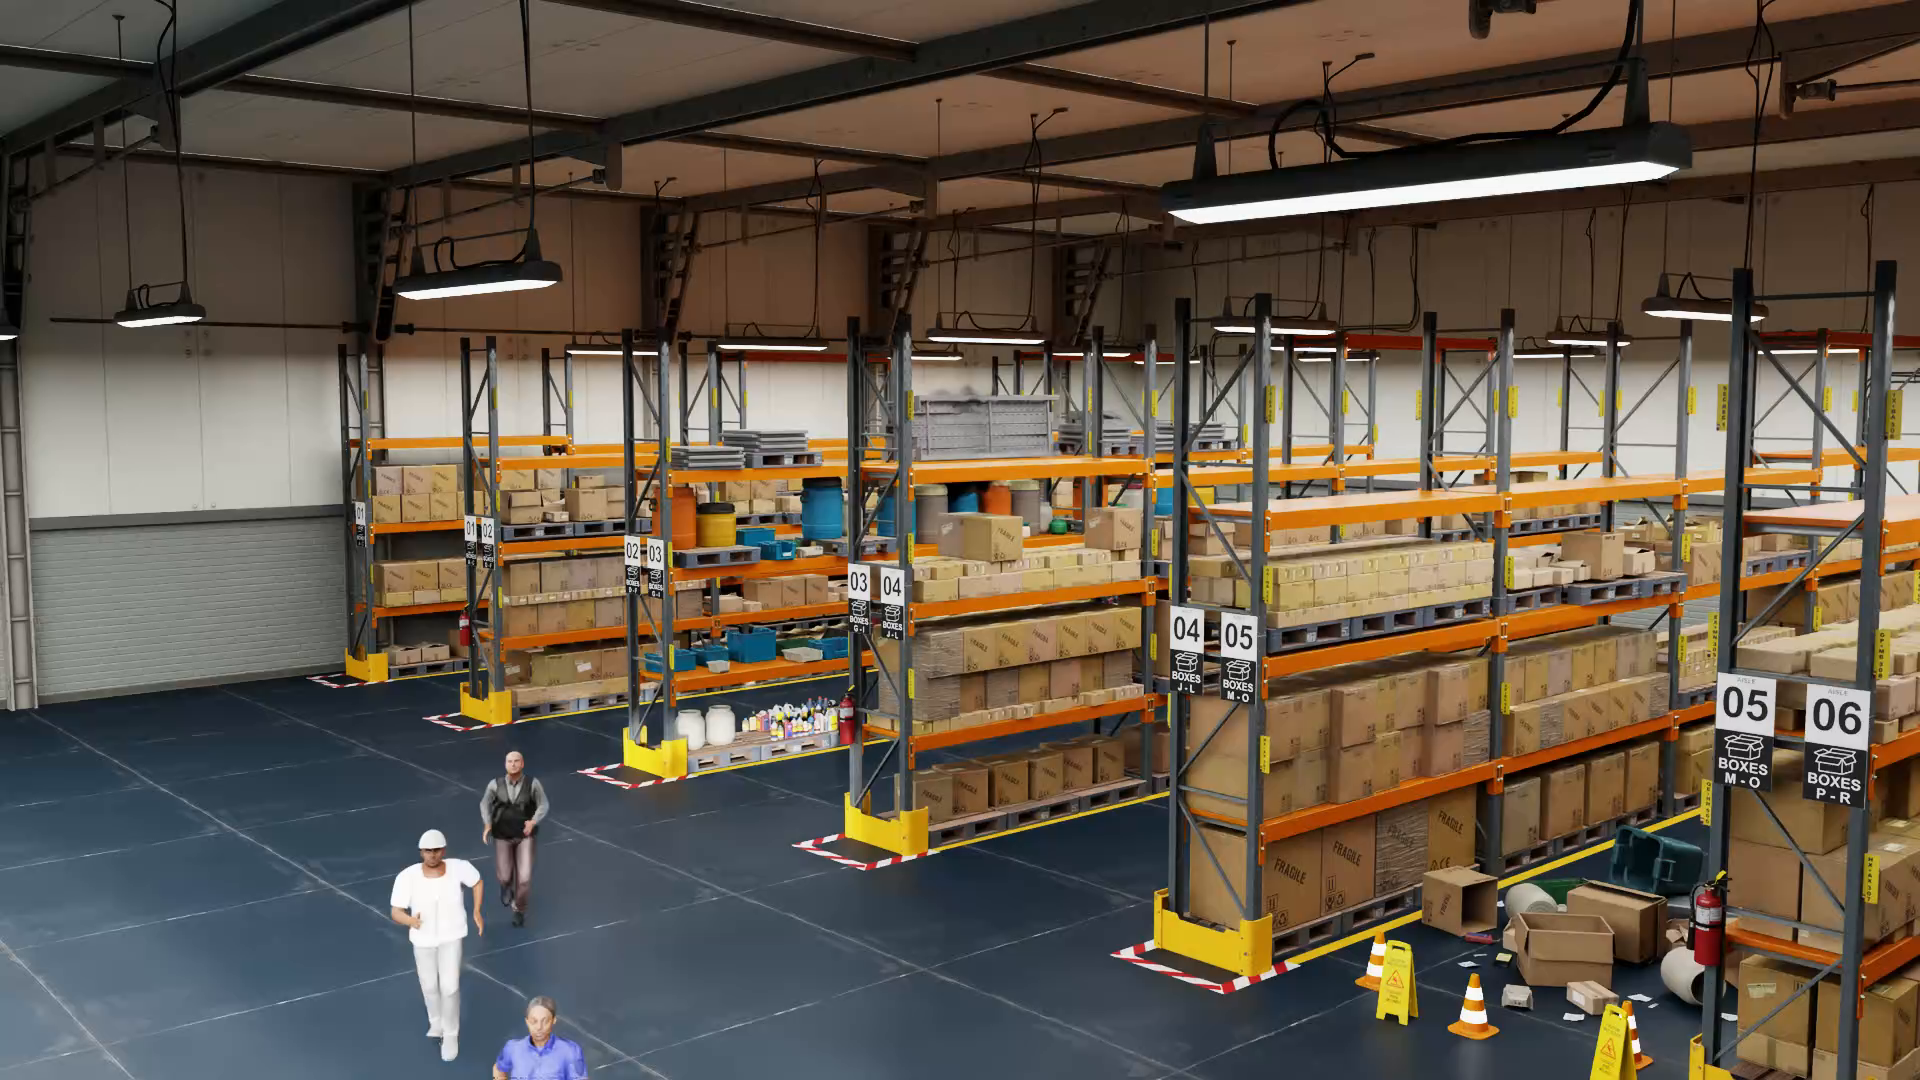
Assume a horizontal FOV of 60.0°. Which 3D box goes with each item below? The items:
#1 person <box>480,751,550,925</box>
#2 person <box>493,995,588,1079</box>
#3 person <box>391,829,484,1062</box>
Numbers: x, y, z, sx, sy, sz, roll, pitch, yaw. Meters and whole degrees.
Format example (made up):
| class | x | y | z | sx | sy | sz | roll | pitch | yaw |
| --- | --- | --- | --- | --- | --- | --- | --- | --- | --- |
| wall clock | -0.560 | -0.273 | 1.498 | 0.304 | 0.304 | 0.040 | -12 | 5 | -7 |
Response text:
| class | x | y | z | sx | sy | sz | roll | pitch | yaw |
| --- | --- | --- | --- | --- | --- | --- | --- | --- | --- |
| person | -4.327 | 2.896 | 16.169 | 0.664 | 1.672 | 0.575 | -1 | 5 | -12 |
| person | -2.419 | 3.474 | 9.623 | 0.562 | 1.661 | 0.885 | -1 | 5 | -12 |
| person | -4.060 | 3.136 | 12.929 | 0.668 | 1.807 | 0.823 | -1 | 5 | -11 |
